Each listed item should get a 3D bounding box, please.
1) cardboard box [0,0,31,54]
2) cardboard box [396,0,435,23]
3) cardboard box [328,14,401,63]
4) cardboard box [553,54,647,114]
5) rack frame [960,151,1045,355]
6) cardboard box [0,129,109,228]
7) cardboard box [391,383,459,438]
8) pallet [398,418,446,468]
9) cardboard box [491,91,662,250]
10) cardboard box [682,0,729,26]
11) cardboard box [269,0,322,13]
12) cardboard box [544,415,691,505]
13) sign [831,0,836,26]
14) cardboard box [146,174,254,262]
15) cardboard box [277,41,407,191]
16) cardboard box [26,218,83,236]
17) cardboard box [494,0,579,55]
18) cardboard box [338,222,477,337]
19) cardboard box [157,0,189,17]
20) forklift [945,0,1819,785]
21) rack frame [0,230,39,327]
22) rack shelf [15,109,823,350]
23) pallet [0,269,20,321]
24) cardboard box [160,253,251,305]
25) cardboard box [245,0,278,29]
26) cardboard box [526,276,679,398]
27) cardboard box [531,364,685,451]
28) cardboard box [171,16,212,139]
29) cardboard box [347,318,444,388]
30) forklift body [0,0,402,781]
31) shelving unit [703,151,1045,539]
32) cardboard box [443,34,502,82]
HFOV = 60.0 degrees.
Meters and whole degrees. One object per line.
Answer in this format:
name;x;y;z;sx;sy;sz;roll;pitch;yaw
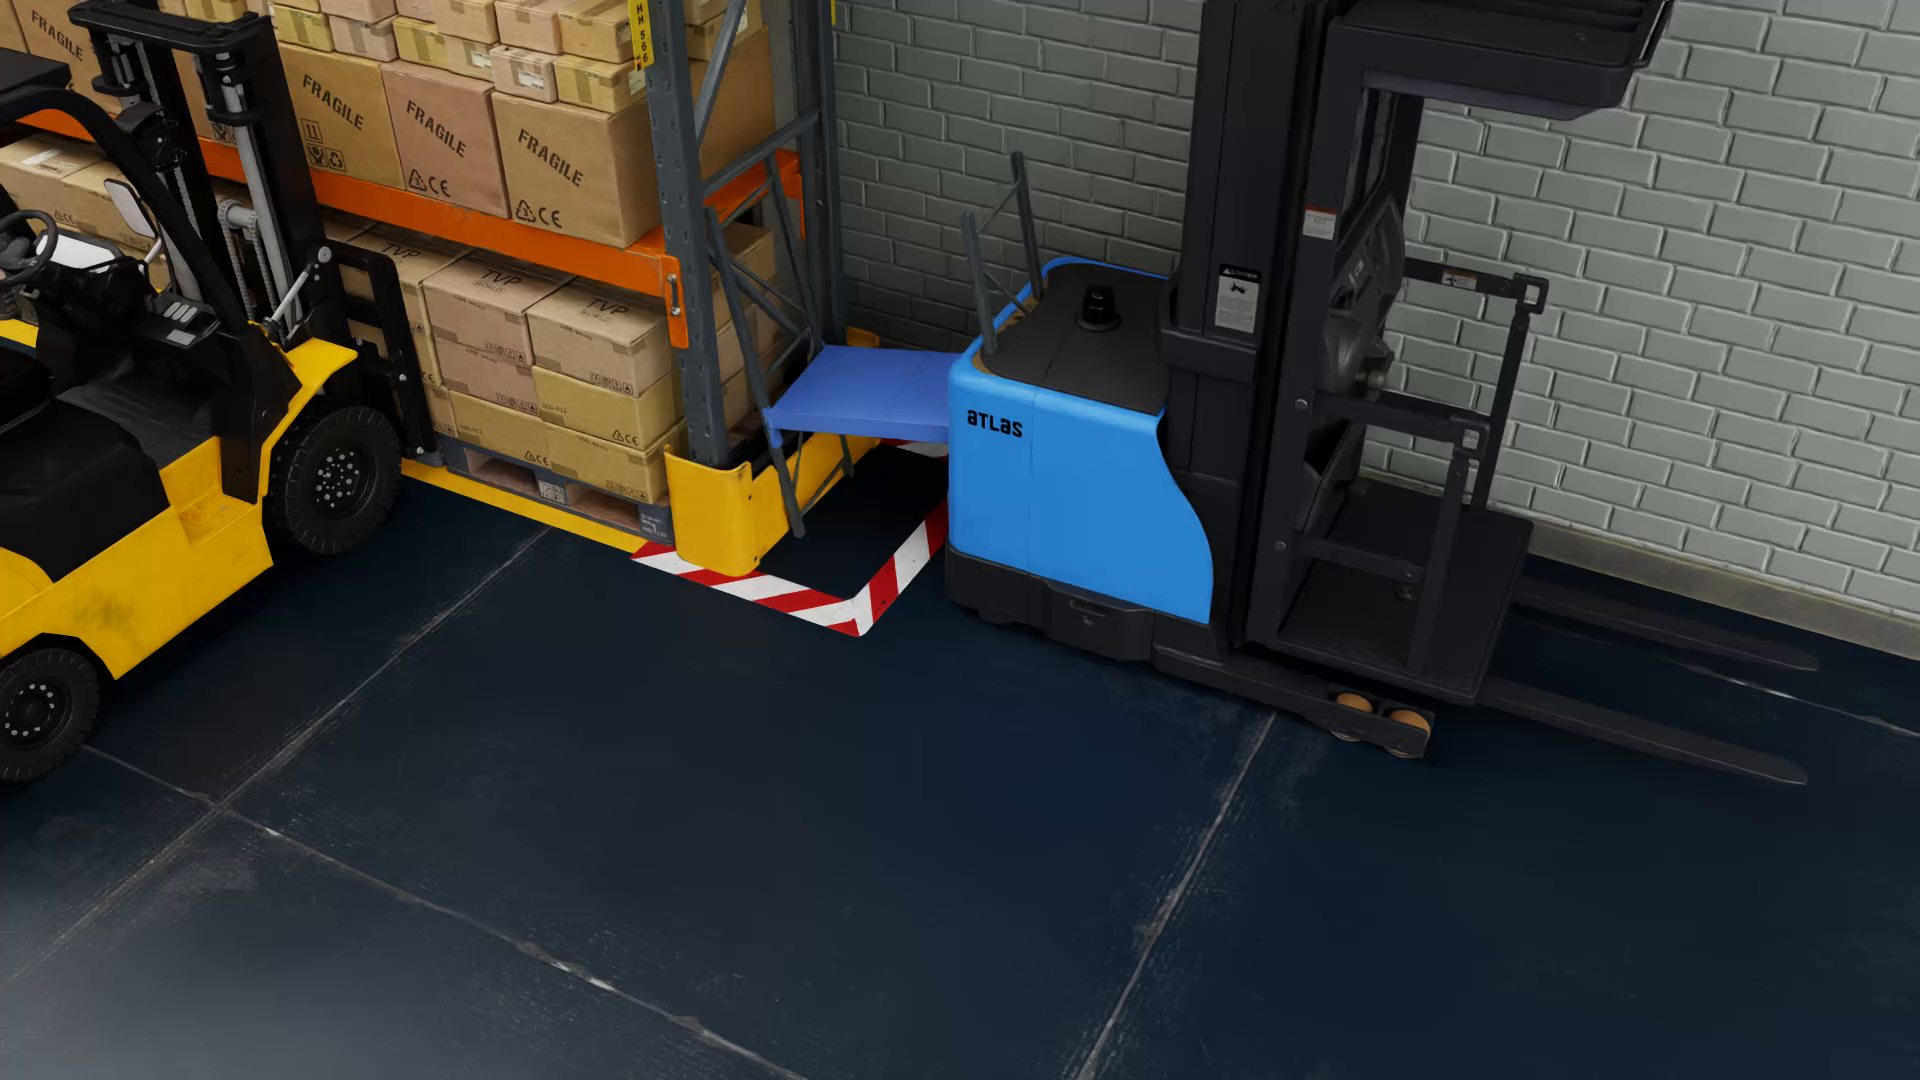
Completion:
cardboard box;-4.039;-2.292;7.206;0.500;0.500;0.500;16;40;20
cardboard box;-1.841;-2.026;6.073;0.250;0.149;0.380;18;41;22
cardboard box;-2.114;-1.932;6.195;0.250;0.149;0.380;16;40;20
cardboard box;-1.198;-1.647;5.820;0.250;0.149;0.380;18;41;22
rack frame;0.236;-0.622;6.109;0.032;1.500;0.500;7;39;24
cardboard box;-4.028;-1.683;7.586;0.500;0.250;0.500;17;40;21
cardboard box;-2.201;-0.724;7.149;0.500;0.250;0.500;18;41;22
pallet;-2.539;-0.823;7.659;1.213;0.211;1.003;17;41;21
cardboard box;-1.319;-1.439;6.082;0.500;0.500;0.500;16;40;21
cardboard box;-0.961;-2.028;6.076;0.250;0.149;0.380;17;40;21
cardboard box;-2.355;-2.108;6.180;0.250;0.149;0.380;18;41;22
cardboard box;-1.323;-0.436;6.771;0.500;0.250;0.500;18;41;22
sign;-0.500;-2.076;6.222;0.005;0.325;0.100;17;41;21
cardboard box;-3.131;-1.403;7.217;0.500;0.250;0.500;19;41;23
cardboard box;-2.230;-1.731;6.466;0.500;0.500;0.500;17;40;21
cardboard box;-4.025;-1.486;7.741;0.500;0.250;0.500;17;40;21
cardboard box;-1.409;-1.858;5.852;0.250;0.149;0.380;17;41;22
cardboard box;-2.222;-1.108;6.829;0.500;0.250;0.500;18;41;22
cardboard box;-3.027;-2.213;6.565;0.250;0.149;0.380;16;40;20
forklift;1.500;-0.782;5.355;3.031;2.935;1.130;16;40;20
rack frame;-4.313;-2.516;7.583;0.127;3.000;1.000;17;41;21
rack shelf;-2.537;-1.673;7.068;4.000;0.370;1.077;17;41;21
pallet;-4.985;-1.589;8.668;1.213;0.211;1.003;17;41;21
cardboard box;-3.136;-1.202;7.365;0.500;0.250;0.500;17;40;21
cardboard box;-2.528;-2.109;6.428;0.250;0.149;0.380;17;40;21
cardboard box;-1.313;-0.834;6.468;0.500;0.250;0.500;19;41;23
cardboard box;-1.337;-0.642;6.628;0.500;0.250;0.500;17;40;21
cardboard box;-3.119;-2.016;6.842;0.500;0.500;0.500;17;40;21
cardboard box;-2.245;-0.920;6.994;0.500;0.250;0.500;16;40;20
forklift body;-3.284;-0.613;5.779;1.214;2.155;2.313;17;41;21
shelving unit;-0.224;-0.674;6.317;1.048;1.500;0.538;7;39;24
cardboard box;-1.641;-1.808;6.031;0.250;0.149;0.380;18;41;22
